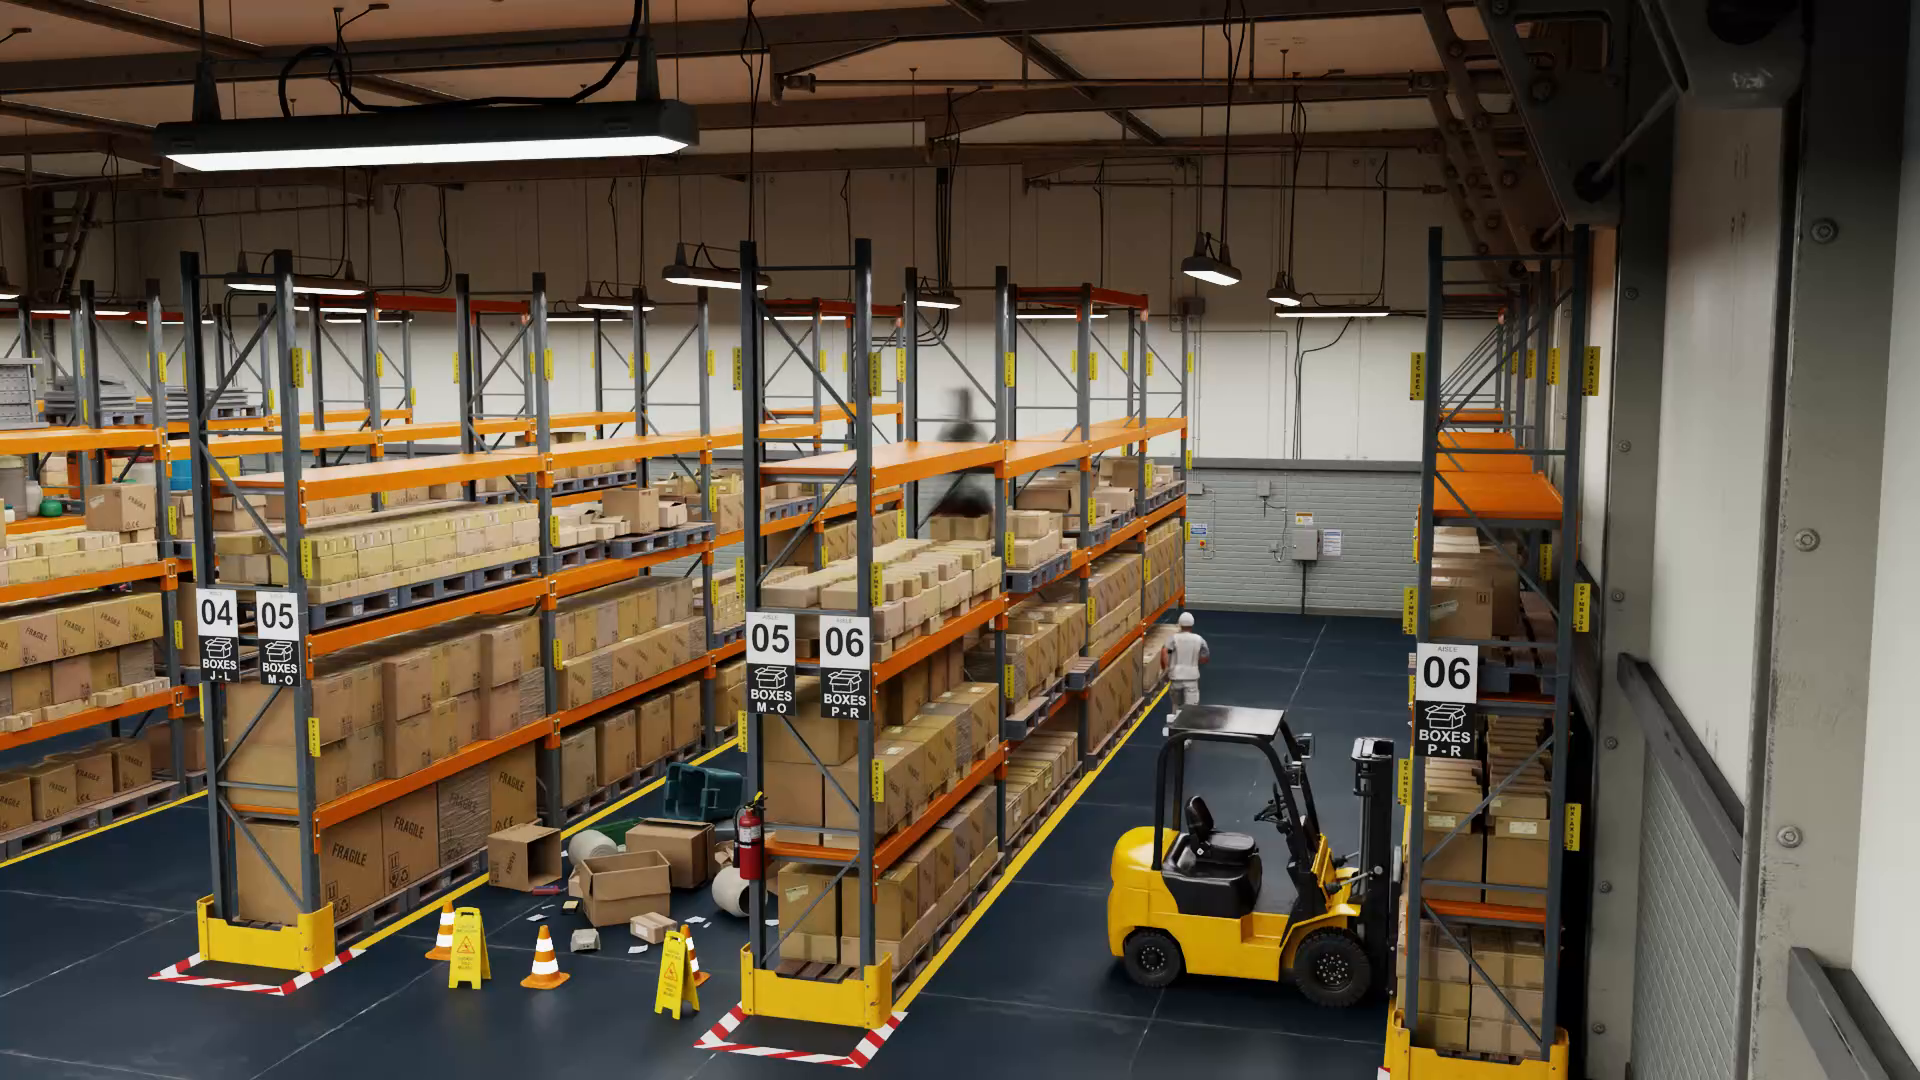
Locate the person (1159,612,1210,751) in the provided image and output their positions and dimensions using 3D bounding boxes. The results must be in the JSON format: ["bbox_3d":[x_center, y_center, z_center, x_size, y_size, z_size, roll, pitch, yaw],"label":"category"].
[{"bbox_3d":[2.908,1.856,21.568,0.647,1.841,0.886,1,7,10],"label":"person"}]
